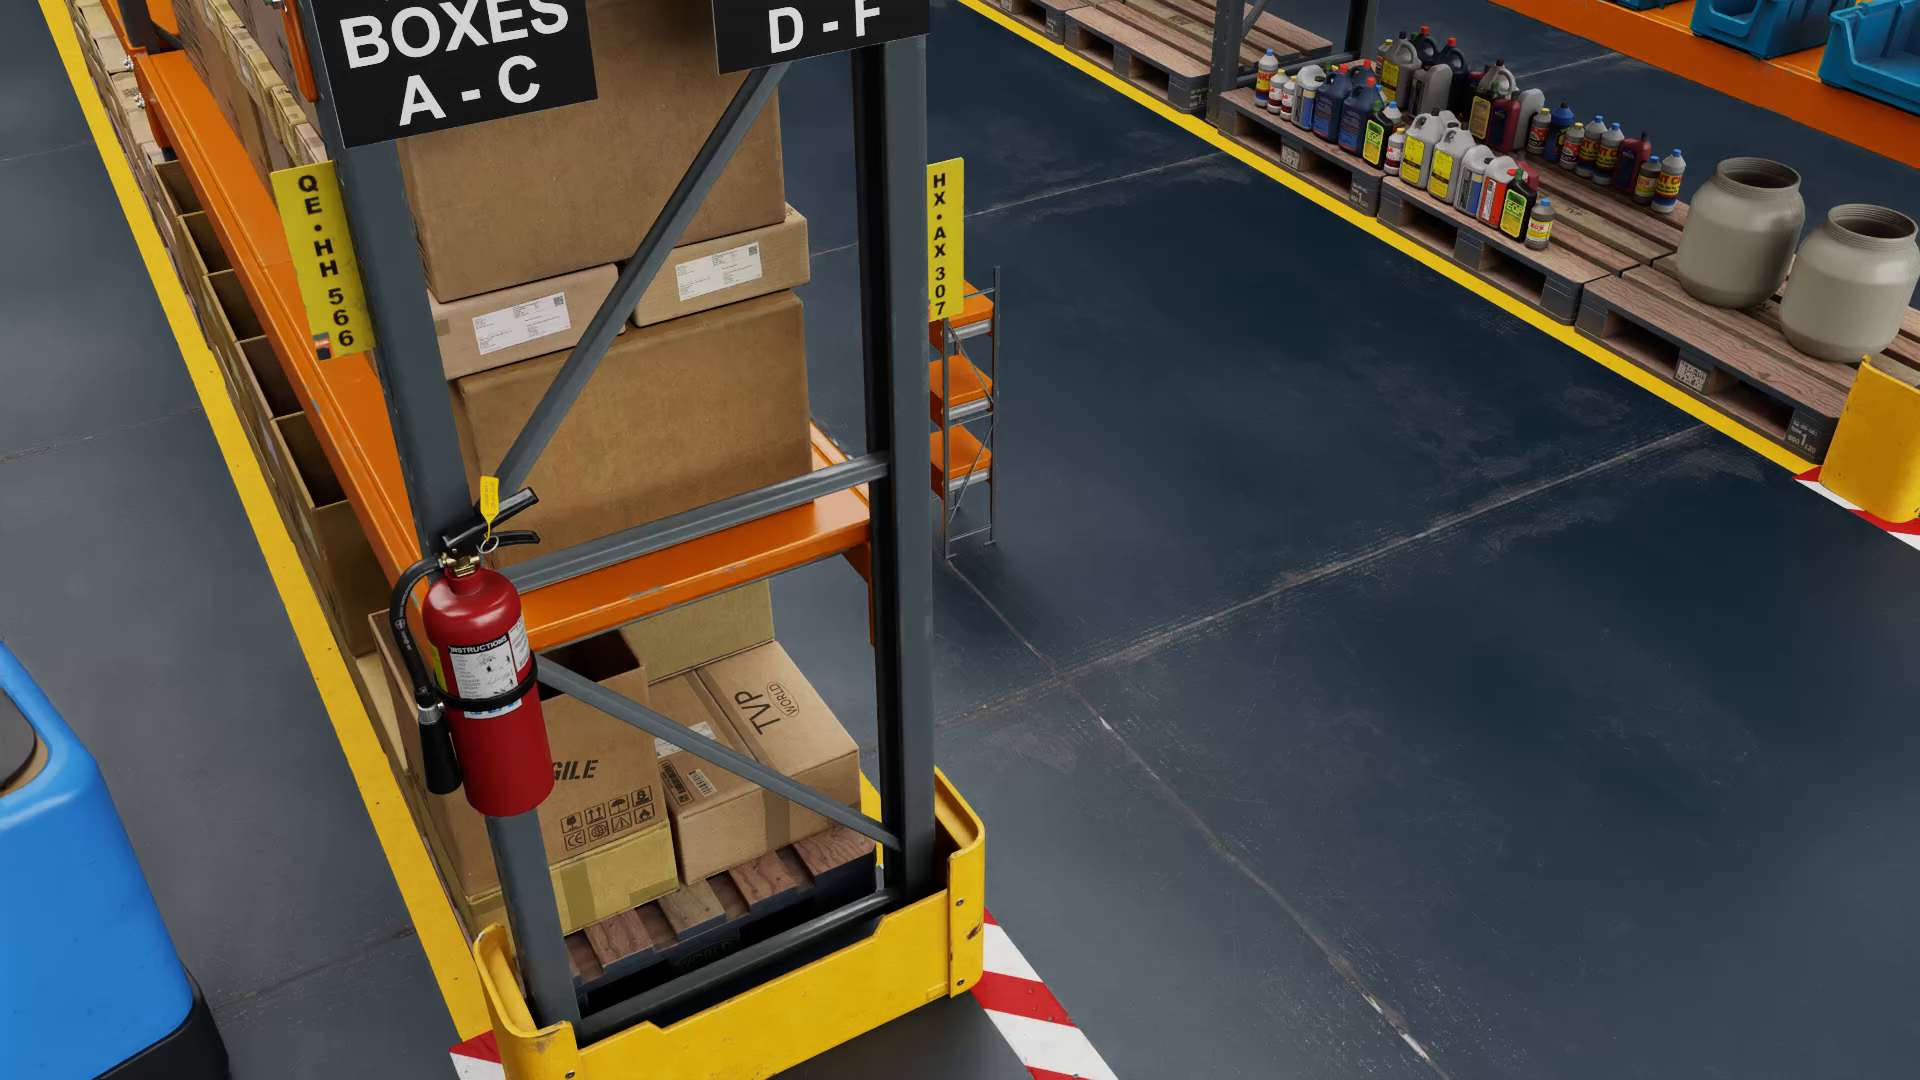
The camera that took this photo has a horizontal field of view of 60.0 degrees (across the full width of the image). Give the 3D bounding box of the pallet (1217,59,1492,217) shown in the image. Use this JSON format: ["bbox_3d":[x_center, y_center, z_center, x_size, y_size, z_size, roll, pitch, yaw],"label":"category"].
[{"bbox_3d":[2.056,-2.051,8.379,1.003,0.211,1.213,-19,40,-24],"label":"pallet"}]

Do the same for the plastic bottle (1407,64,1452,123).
[{"bbox_3d":[2.308,-2.212,8.172,0.152,0.276,0.135,-19,40,-24],"label":"plastic bottle"}]

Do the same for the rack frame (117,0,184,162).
[{"bbox_3d":[-2.530,-2.066,6.036,1.000,3.000,0.127,-19,40,-24],"label":"rack frame"}]

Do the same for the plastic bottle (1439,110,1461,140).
[{"bbox_3d":[2.225,-1.819,7.633,0.152,0.276,0.135,-19,40,-24],"label":"plastic bottle"}]

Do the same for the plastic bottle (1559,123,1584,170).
[{"bbox_3d":[2.850,-1.833,7.716,0.097,0.201,0.097,0,36,0],"label":"plastic bottle"}]

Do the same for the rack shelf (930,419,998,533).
[{"bbox_3d":[-0.027,-0.218,5.648,0.215,0.259,0.240,-19,40,-24],"label":"rack shelf"}]

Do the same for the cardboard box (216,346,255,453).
[{"bbox_3d":[-2.313,-0.543,5.925,0.500,0.250,0.500,-19,40,-24],"label":"cardboard box"}]

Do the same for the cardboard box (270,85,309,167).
[{"bbox_3d":[-1.395,-0.993,3.932,0.380,0.149,0.250,-18,40,-23],"label":"cardboard box"}]

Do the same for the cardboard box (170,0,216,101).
[{"bbox_3d":[-2.302,-1.882,5.699,0.700,0.500,0.500,-20,41,-25],"label":"cardboard box"}]

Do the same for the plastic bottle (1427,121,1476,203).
[{"bbox_3d":[2.203,-1.697,7.404,0.144,0.351,0.185,-17,40,-22],"label":"plastic bottle"}]

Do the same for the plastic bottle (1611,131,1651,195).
[{"bbox_3d":[3.025,-1.711,7.479,0.061,0.283,0.133,-18,40,-23],"label":"plastic bottle"}]

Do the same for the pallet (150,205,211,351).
[{"bbox_3d":[-2.934,-1.304,7.357,1.003,0.211,1.213,-19,40,-24],"label":"pallet"}]

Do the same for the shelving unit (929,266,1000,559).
[{"bbox_3d":[-0.027,-0.451,5.478,0.215,1.050,0.252,-19,40,-24],"label":"shelving unit"}]

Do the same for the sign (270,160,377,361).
[{"bbox_3d":[-0.997,-0.436,2.621,0.100,0.325,0.005,-19,40,-24],"label":"sign"}]

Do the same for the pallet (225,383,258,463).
[{"bbox_3d":[-2.167,-0.522,6.286,1.003,0.211,1.213,-19,40,-24],"label":"pallet"}]

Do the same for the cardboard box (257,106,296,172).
[{"bbox_3d":[-1.524,-1.097,4.624,0.700,0.500,0.500,-18,40,-23],"label":"cardboard box"}]

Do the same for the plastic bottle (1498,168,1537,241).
[{"bbox_3d":[2.388,-1.434,7.100,0.061,0.283,0.133,-18,40,-23],"label":"plastic bottle"}]

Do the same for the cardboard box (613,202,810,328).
[{"bbox_3d":[-0.532,-0.593,3.383,0.380,0.149,0.250,-19,40,-24],"label":"cardboard box"}]

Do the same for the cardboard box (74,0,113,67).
[{"bbox_3d":[-4.005,-2.511,8.145,0.500,0.311,0.500,-20,41,-25],"label":"cardboard box"}]

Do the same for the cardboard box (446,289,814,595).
[{"bbox_3d":[-0.744,-0.309,3.544,0.700,0.500,0.500,-19,40,-24],"label":"cardboard box"}]

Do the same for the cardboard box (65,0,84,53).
[{"bbox_3d":[-4.531,-2.811,9.031,0.500,0.250,0.500,-19,40,-24],"label":"cardboard box"}]

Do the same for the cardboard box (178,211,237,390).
[{"bbox_3d":[-2.310,-0.846,5.705,0.500,0.500,0.500,-19,40,-24],"label":"cardboard box"}]

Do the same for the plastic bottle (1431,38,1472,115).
[{"bbox_3d":[2.424,-2.299,8.228,0.144,0.351,0.185,-21,41,-26],"label":"plastic bottle"}]

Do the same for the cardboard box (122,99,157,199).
[{"bbox_3d":[-3.248,-1.737,7.085,0.500,0.311,0.500,-18,40,-23],"label":"cardboard box"}]

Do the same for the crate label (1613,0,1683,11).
[{"bbox_3d":[2.606,-2.365,6.415,0.502,0.435,0.616,-19,40,-24],"label":"crate label"}]

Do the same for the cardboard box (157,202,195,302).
[{"bbox_3d":[-2.989,-1.251,6.895,0.500,0.250,0.500,-19,40,-24],"label":"cardboard box"}]

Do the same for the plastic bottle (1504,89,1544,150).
[{"bbox_3d":[2.664,-2.020,7.909,0.152,0.276,0.135,-18,40,-23],"label":"plastic bottle"}]

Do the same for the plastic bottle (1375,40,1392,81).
[{"bbox_3d":[2.206,-2.487,8.611,0.097,0.201,0.097,0,36,0],"label":"plastic bottle"}]

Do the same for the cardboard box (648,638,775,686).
[{"bbox_3d":[-0.852,0.321,4.742,0.500,0.250,0.500,-19,40,-24],"label":"cardboard box"}]

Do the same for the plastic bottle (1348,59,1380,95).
[{"bbox_3d":[1.926,-2.148,8.021,0.144,0.351,0.185,-19,40,-24],"label":"plastic bottle"}]

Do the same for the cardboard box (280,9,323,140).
[{"bbox_3d":[-1.040,-1.126,3.564,0.700,0.500,0.500,-20,41,-25],"label":"cardboard box"}]

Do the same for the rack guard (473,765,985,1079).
[{"bbox_3d":[-0.509,0.995,3.963,1.175,0.500,0.348,-19,40,-24],"label":"rack guard"}]

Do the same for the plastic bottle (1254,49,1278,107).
[{"bbox_3d":[1.536,-2.316,8.317,0.097,0.271,0.097,0,36,0],"label":"plastic bottle"}]

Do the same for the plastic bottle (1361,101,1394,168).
[{"bbox_3d":[1.943,-1.885,7.718,0.061,0.283,0.133,-17,39,-22],"label":"plastic bottle"}]

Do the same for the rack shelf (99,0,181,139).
[{"bbox_3d":[-3.535,-2.796,7.644,1.077,0.370,4.000,-19,40,-24],"label":"rack shelf"}]

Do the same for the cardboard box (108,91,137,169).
[{"bbox_3d":[-3.754,-2.030,7.962,0.500,0.250,0.500,-18,40,-23],"label":"cardboard box"}]

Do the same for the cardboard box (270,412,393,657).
[{"bbox_3d":[-1.562,-0.079,4.655,0.500,0.500,0.500,-19,40,-24],"label":"cardboard box"}]

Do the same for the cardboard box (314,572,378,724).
[{"bbox_3d":[-1.560,0.223,4.877,0.500,0.250,0.500,-19,40,-24],"label":"cardboard box"}]

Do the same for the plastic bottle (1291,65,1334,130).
[{"bbox_3d":[1.722,-2.161,8.101,0.152,0.276,0.135,-17,40,-22],"label":"plastic bottle"}]

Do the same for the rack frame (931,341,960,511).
[{"bbox_3d":[-0.088,-0.513,5.563,0.200,1.050,0.008,-19,40,-24],"label":"rack frame"}]

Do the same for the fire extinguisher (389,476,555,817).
[{"bbox_3d":[-0.863,0.203,2.995,0.296,0.674,0.183,-19,40,-24],"label":"fire extinguisher"}]

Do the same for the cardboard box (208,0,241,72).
[{"bbox_3d":[-1.781,-1.385,4.469,0.380,0.149,0.250,-19,40,-24],"label":"cardboard box"}]
